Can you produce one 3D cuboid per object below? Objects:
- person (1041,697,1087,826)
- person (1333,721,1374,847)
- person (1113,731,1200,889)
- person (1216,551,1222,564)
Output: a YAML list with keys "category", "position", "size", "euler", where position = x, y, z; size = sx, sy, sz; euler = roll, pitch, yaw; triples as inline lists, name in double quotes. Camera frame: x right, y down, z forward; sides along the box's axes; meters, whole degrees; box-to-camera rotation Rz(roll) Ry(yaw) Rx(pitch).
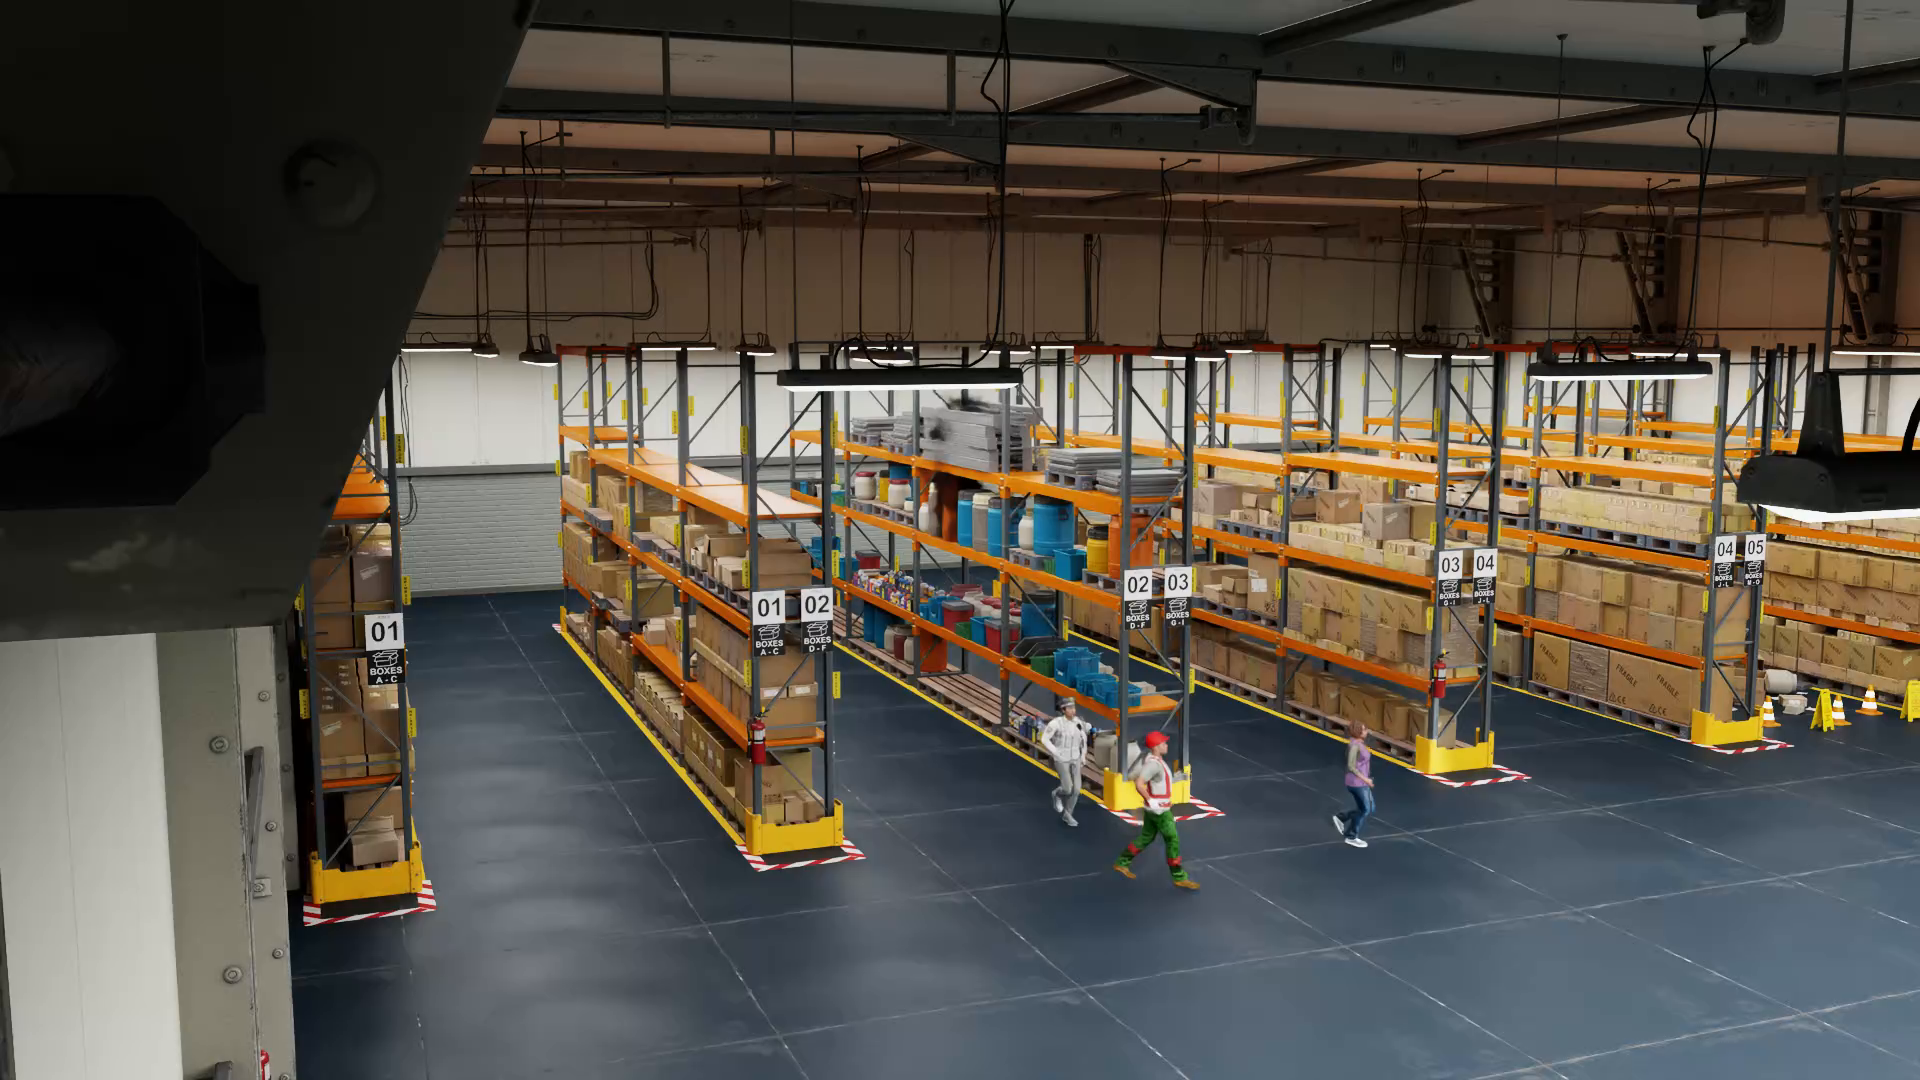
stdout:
- category: "person"
  position: [1.345, 2.816, 21.370]
  size: [0.633, 1.668, 0.509]
  euler: [-3, 8, -24]
- category: "person"
  position: [4.836, 2.985, 20.412]
  size: [0.496, 1.565, 0.541]
  euler: [2, 8, 16]
- category: "person"
  position: [2.225, 3.035, 18.771]
  size: [0.979, 1.786, 0.658]
  euler: [0, 7, 0]
- category: "person"
  position: [6.471, 0.221, 41.745]
  size: [0.534, 1.631, 0.732]
  euler: [5, 9, 36]
